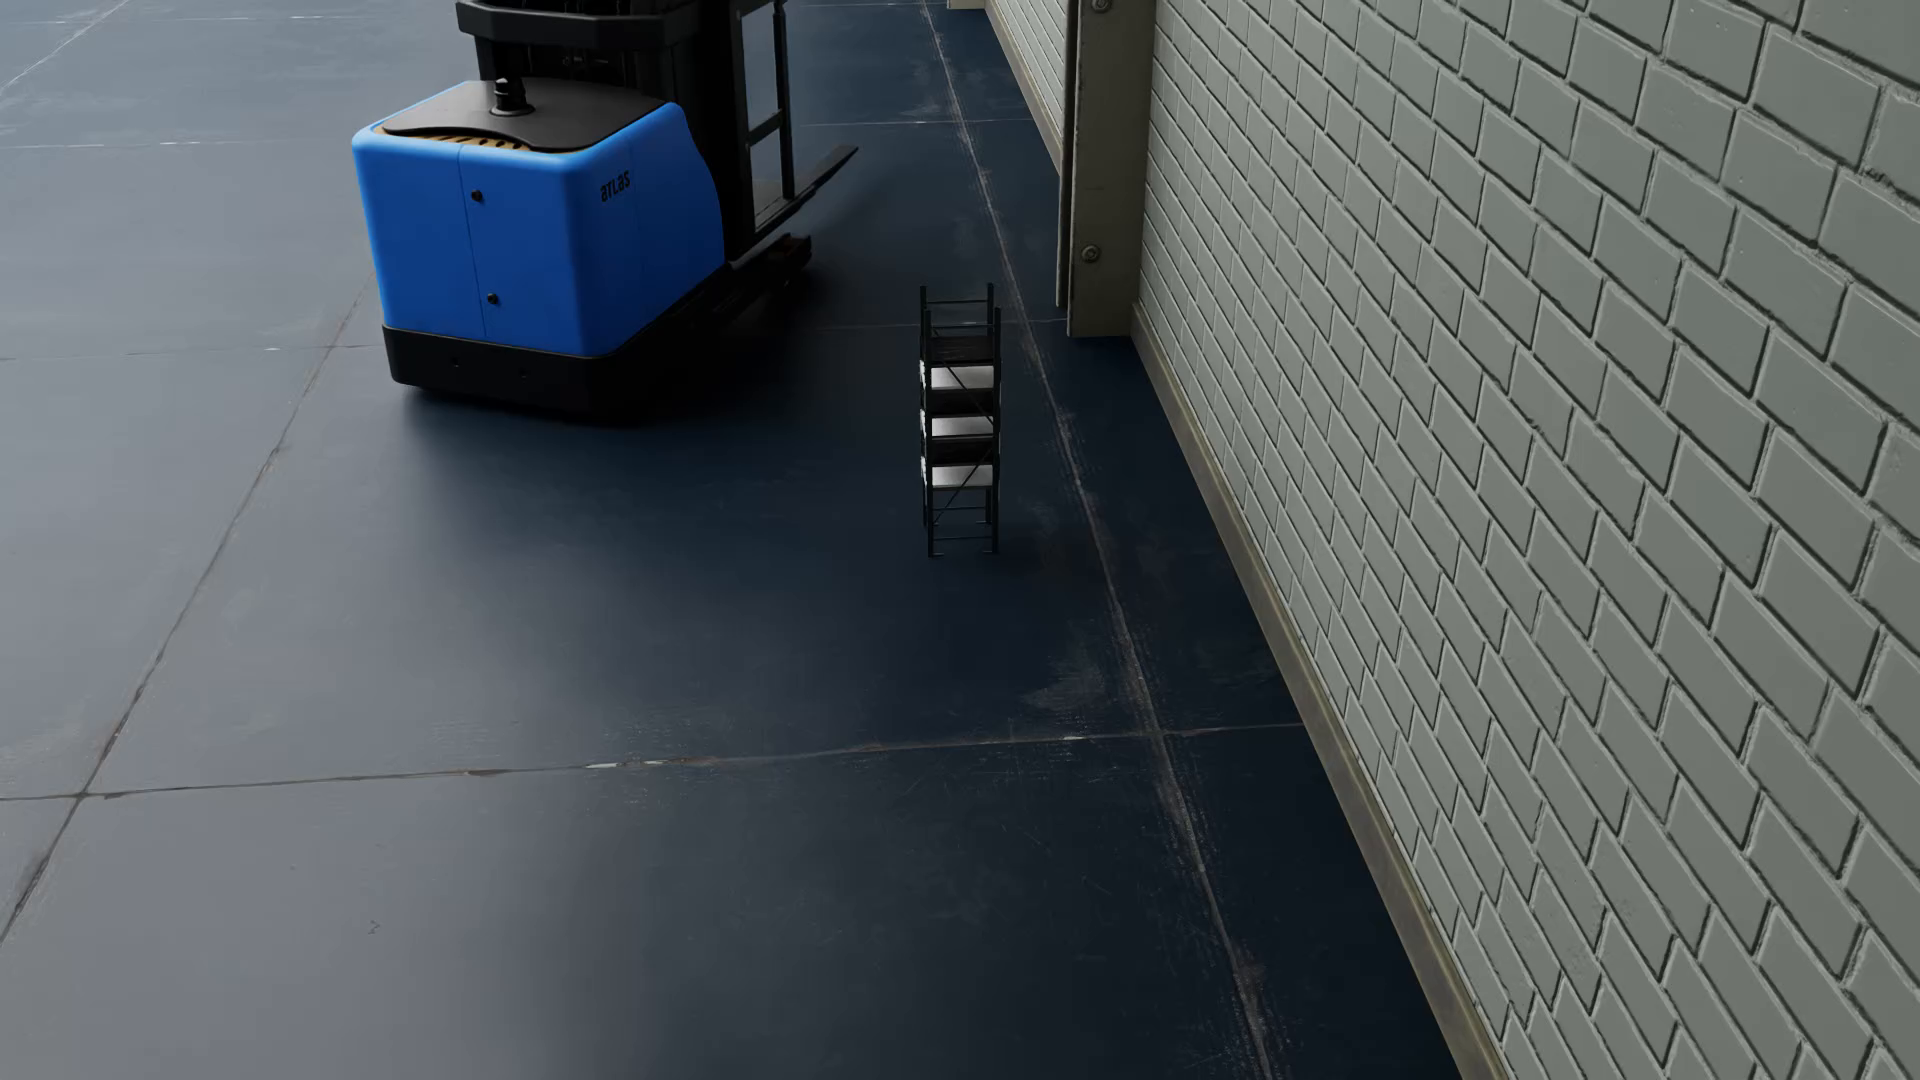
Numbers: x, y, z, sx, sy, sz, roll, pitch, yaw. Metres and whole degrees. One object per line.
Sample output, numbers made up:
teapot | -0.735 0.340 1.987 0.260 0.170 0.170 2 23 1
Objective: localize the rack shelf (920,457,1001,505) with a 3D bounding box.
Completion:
rack shelf | -0.001 -0.207 5.636 0.258 0.077 0.200 -3 31 -5

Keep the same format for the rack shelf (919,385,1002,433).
rack shelf | -0.001 -0.439 5.497 0.258 0.077 0.200 -3 31 -5

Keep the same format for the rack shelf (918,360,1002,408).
rack shelf | -0.001 -0.516 5.451 0.258 0.077 0.200 -3 31 -5

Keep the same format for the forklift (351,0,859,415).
forklift | -1.343 -2.486 7.054 1.130 2.935 3.031 10 32 16

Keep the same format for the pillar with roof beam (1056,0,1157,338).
pillar with roof beam | -3.679 -4.645 4.752 9.100 9.000 0.400 -3 31 -5

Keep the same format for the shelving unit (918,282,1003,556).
shelving unit | -0.001 -0.390 5.526 0.258 0.900 0.210 -3 31 -5

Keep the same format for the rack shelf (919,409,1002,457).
rack shelf | -0.001 -0.362 5.543 0.258 0.077 0.200 -3 31 -5

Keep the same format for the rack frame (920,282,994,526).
rack frame | -0.010 -0.442 5.613 0.240 0.900 0.006 -3 31 -5

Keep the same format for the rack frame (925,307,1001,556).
rack frame | 0.009 -0.339 5.439 0.240 0.900 0.006 -3 31 -5

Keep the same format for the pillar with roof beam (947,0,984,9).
pillar with roof beam | -4.239 -7.709 9.880 9.100 9.000 0.400 -3 31 -5

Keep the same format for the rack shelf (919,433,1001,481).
rack shelf | -0.001 -0.285 5.589 0.258 0.077 0.200 -3 31 -5

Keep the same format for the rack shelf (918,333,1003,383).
rack shelf | -0.001 -0.594 5.405 0.258 0.077 0.200 -3 31 -5
